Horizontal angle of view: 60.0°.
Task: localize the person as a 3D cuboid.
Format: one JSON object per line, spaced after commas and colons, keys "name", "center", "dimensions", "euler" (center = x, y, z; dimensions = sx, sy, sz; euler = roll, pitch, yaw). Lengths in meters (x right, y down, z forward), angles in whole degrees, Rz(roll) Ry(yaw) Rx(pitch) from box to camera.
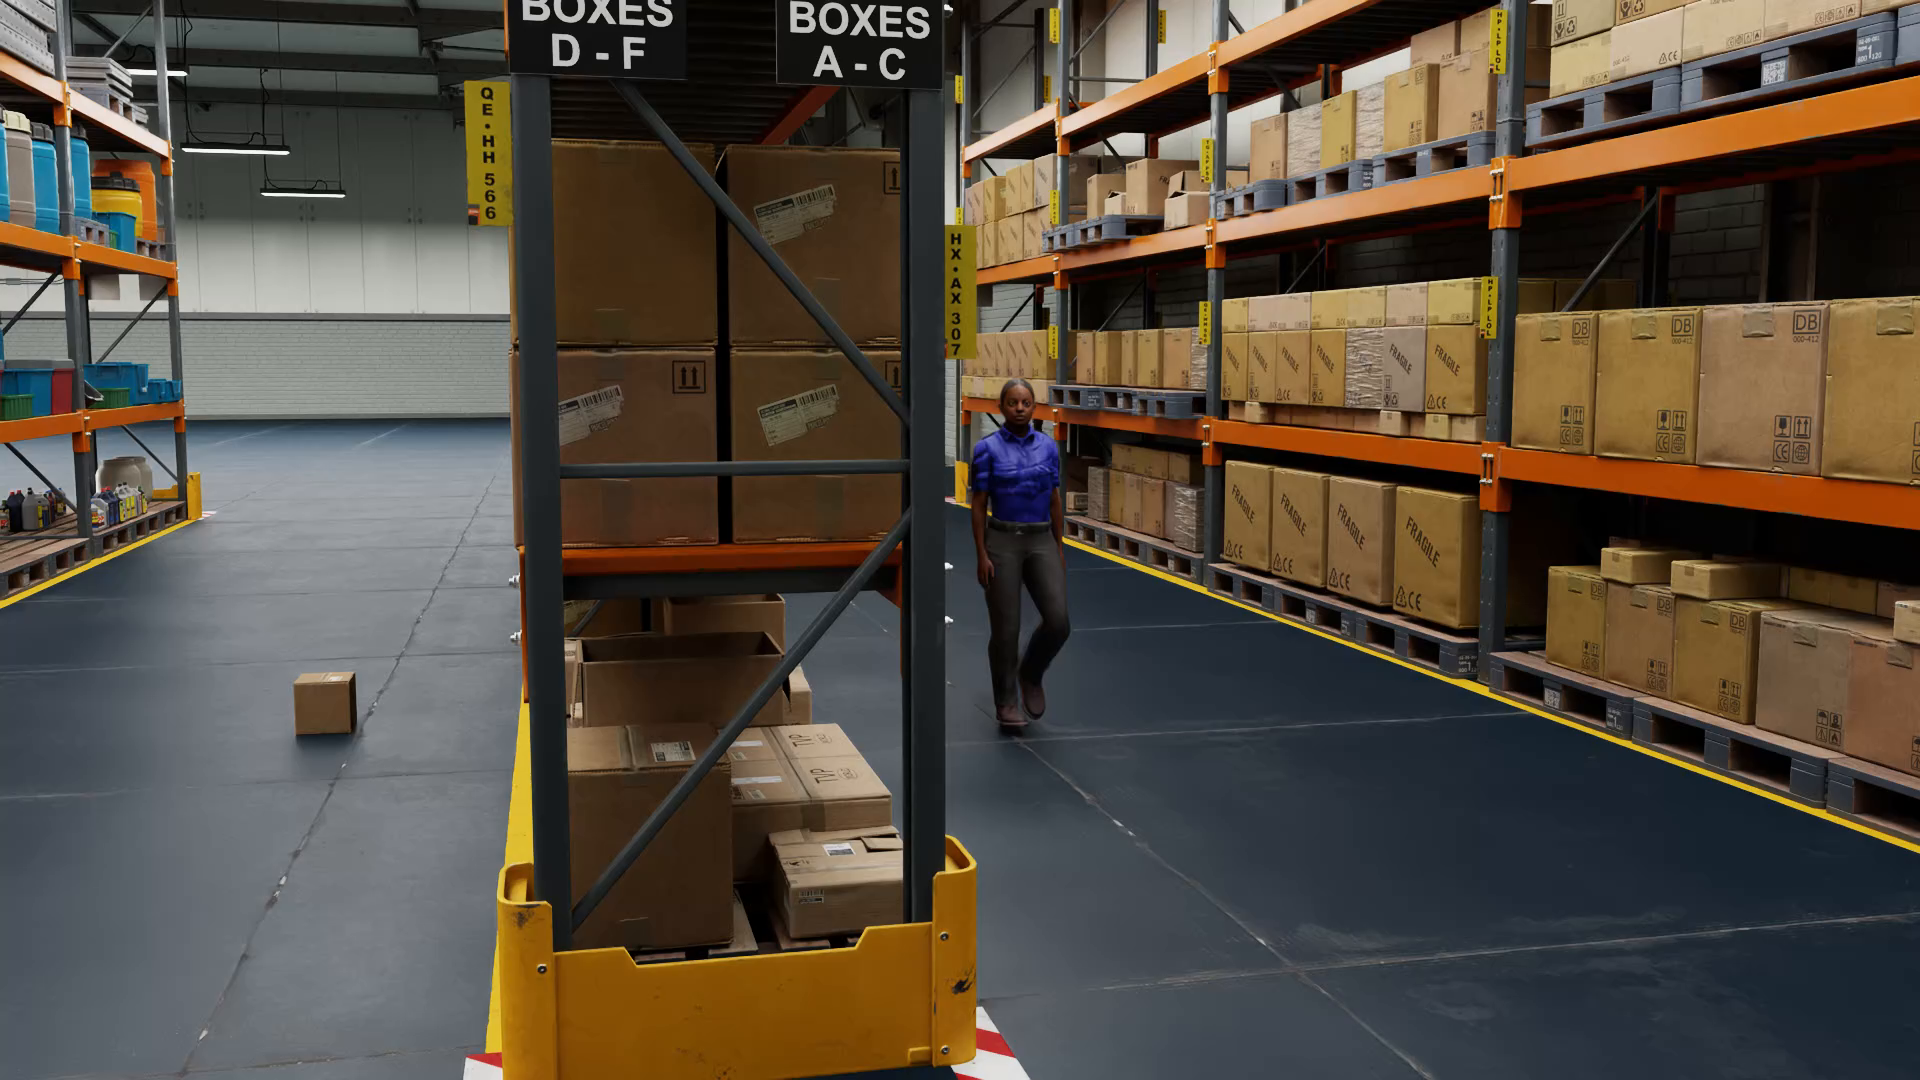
{"name": "person", "center": [0.294, 0.028, 7.873], "dimensions": [0.486, 1.579, 0.409], "euler": [-1, 6, -13]}
